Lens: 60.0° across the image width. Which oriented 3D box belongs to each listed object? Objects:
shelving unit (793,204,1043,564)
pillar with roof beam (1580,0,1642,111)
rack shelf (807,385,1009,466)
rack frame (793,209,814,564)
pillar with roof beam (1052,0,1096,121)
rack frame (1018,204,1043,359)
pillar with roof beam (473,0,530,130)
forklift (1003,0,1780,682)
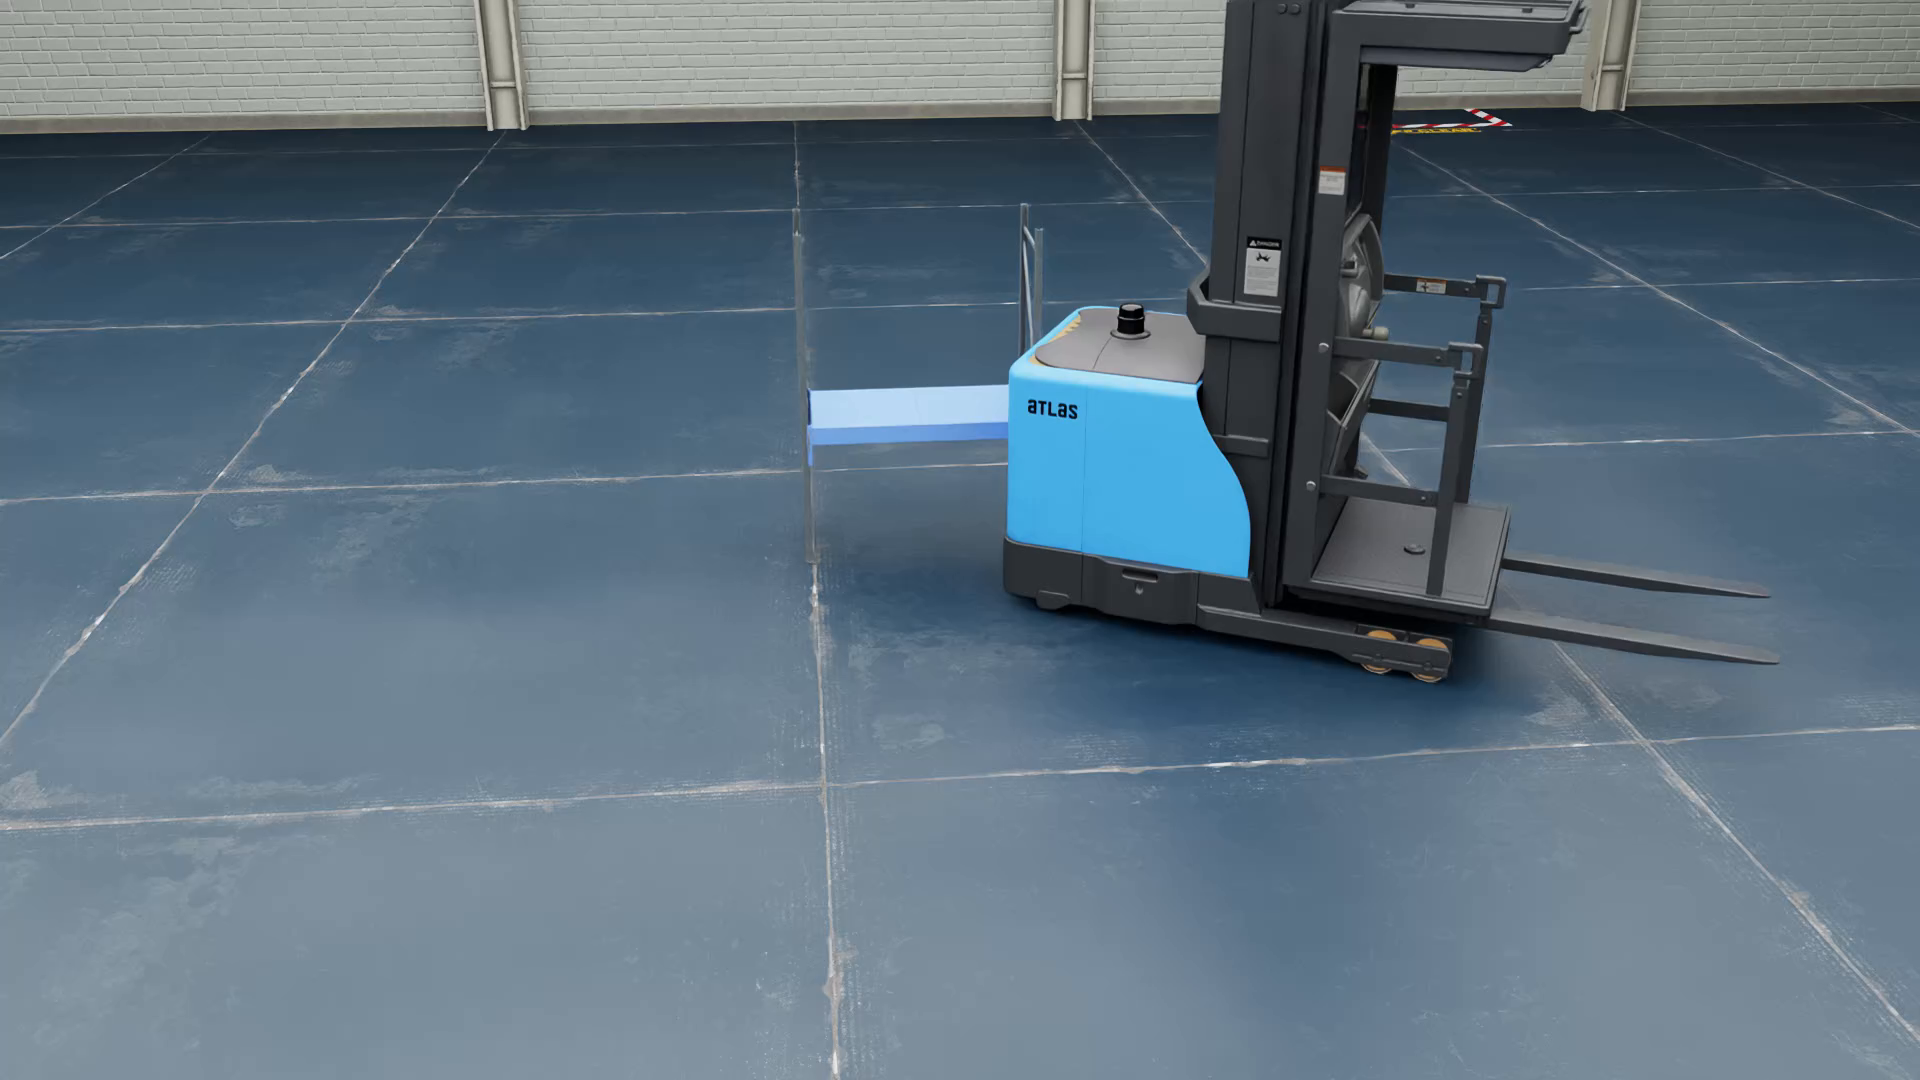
[{"bbox_3d":[-0.194,-0.699,7.477,1.048,1.500,0.538,-2,24,-5],"label":"shelving unit"},{"bbox_3d":[7.609,-7.203,12.875,0.400,9.000,9.100,-2,24,-5],"label":"pillar with roof beam"},{"bbox_3d":[-0.194,-0.535,7.550,1.000,0.185,0.538,-2,24,-5],"label":"rack shelf"},{"bbox_3d":[-0.700,-0.679,7.431,0.032,1.500,0.500,-2,24,-5],"label":"rack frame"},{"bbox_3d":[1.638,-6.963,12.336,0.400,9.000,9.100,-2,24,-5],"label":"pillar with roof beam"},{"bbox_3d":[0.312,-0.720,7.522,0.032,1.500,0.500,-2,24,-5],"label":"rack frame"},{"bbox_3d":[-4.333,-6.723,11.797,0.400,9.000,9.100,-2,24,-5],"label":"pillar with roof beam"},{"bbox_3d":[1.755,-1.028,6.455,3.031,2.935,1.130,9,26,19],"label":"forklift"}]
